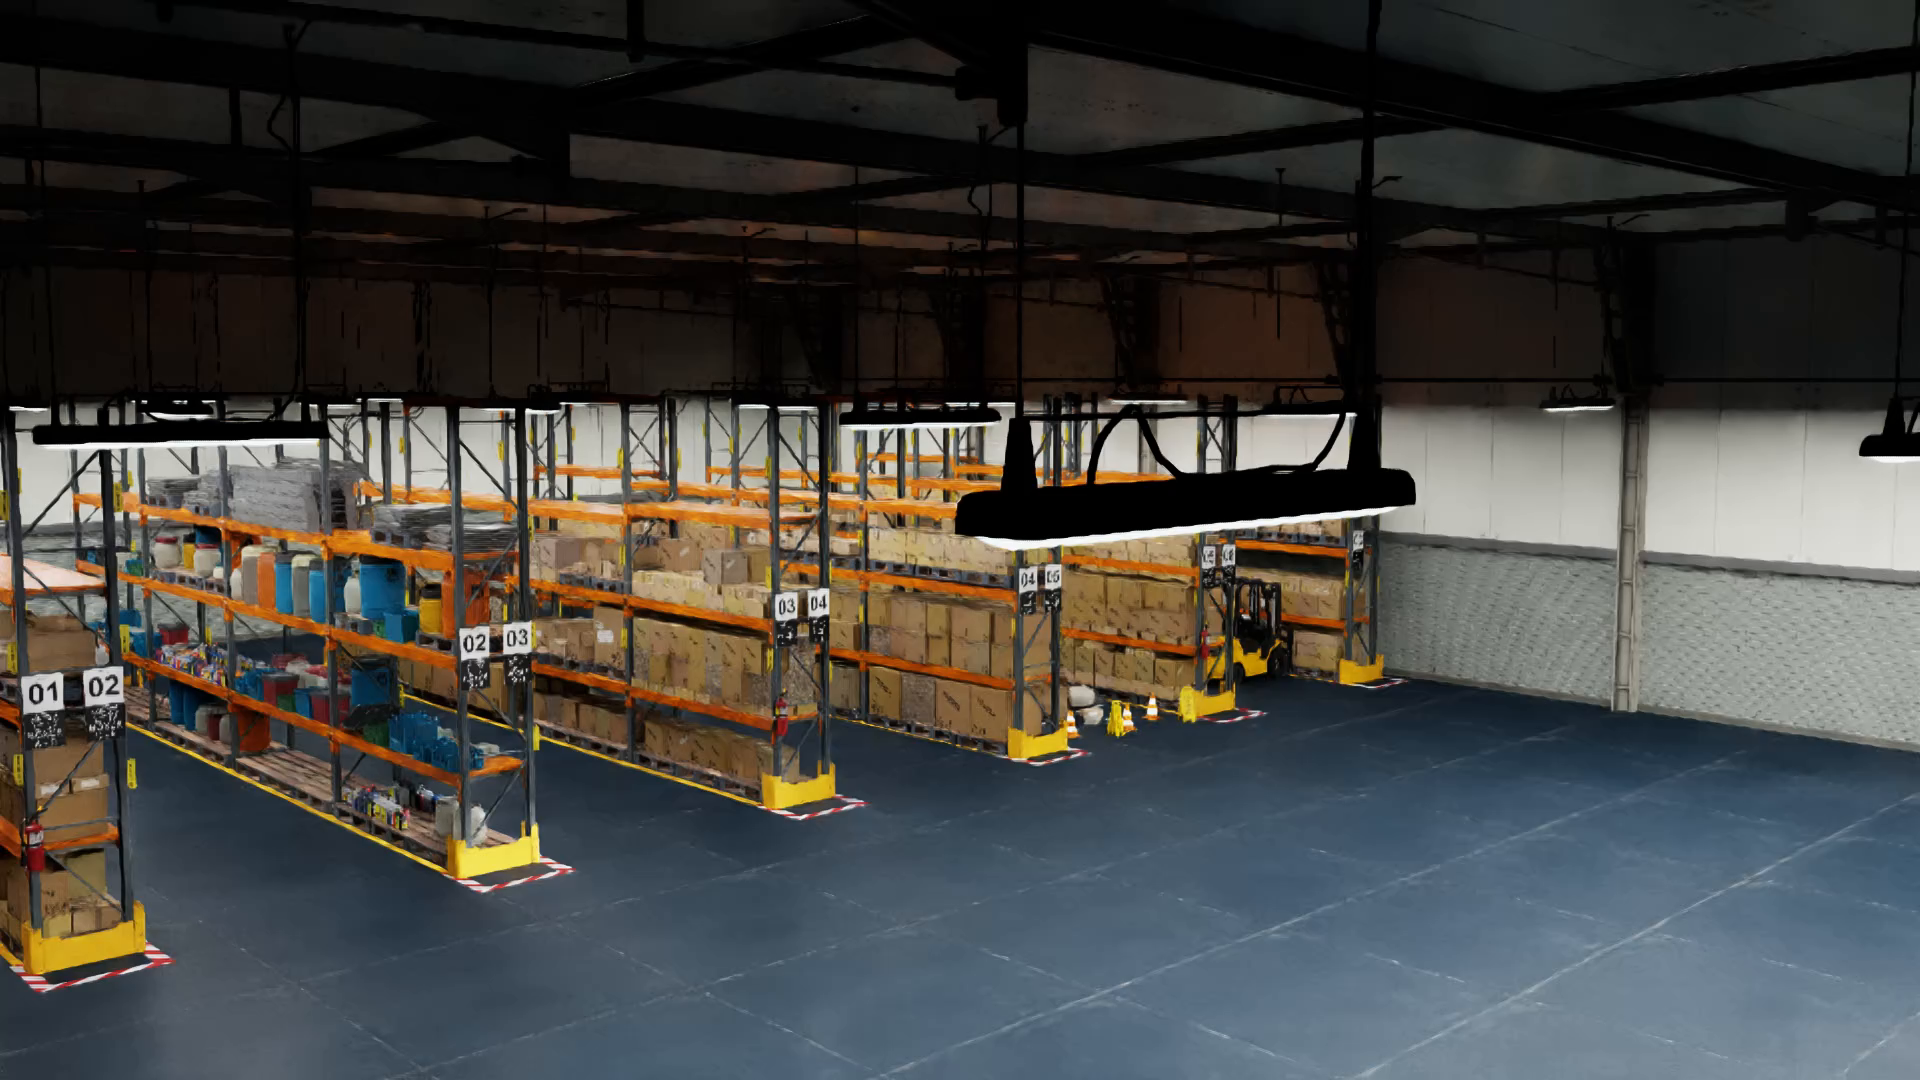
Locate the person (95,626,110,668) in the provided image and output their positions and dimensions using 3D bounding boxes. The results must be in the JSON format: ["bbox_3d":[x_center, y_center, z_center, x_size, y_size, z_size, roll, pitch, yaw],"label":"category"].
[{"bbox_3d":[-16.351,2.447,31.824,0.496,1.620,0.964,-2,6,-22],"label":"person"}]

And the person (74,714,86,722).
[{"bbox_3d":[-14.935,2.714,28.189,0.591,1.763,0.604,-2,6,-23],"label":"person"}]
